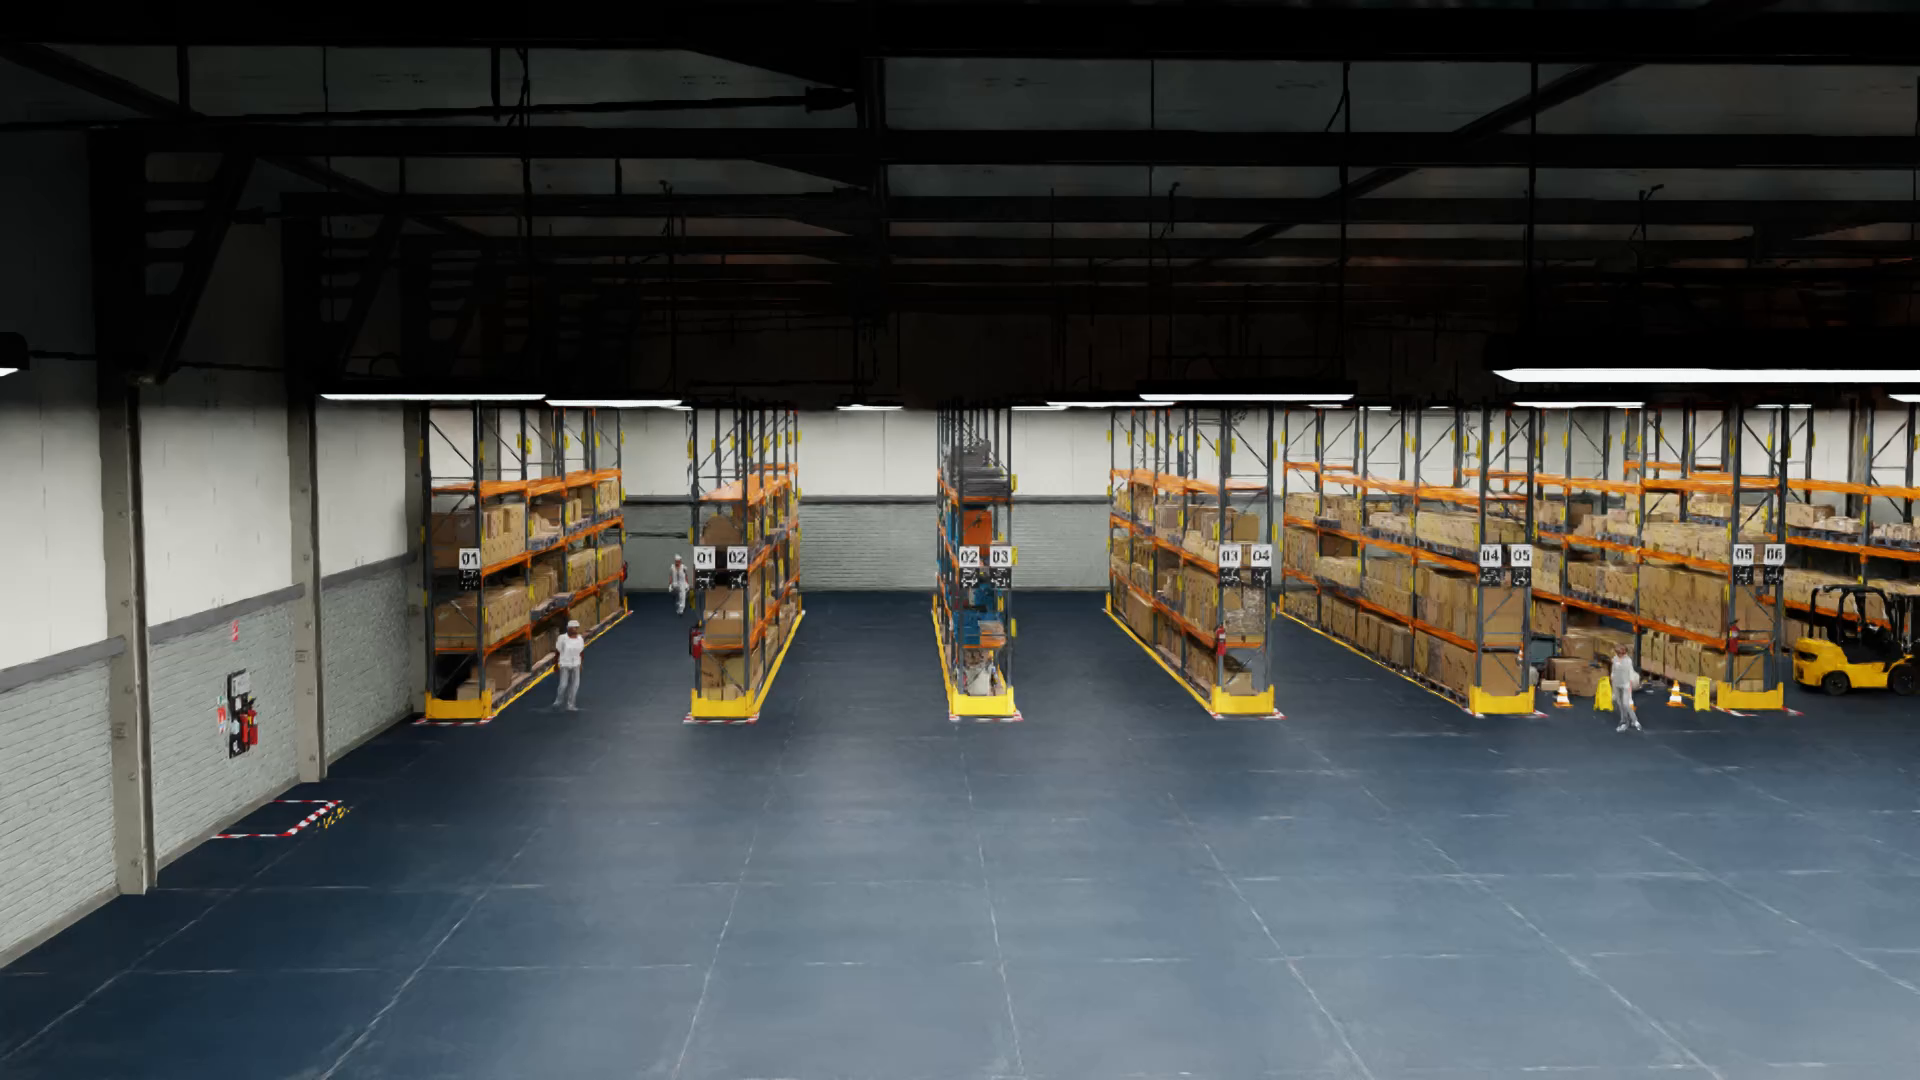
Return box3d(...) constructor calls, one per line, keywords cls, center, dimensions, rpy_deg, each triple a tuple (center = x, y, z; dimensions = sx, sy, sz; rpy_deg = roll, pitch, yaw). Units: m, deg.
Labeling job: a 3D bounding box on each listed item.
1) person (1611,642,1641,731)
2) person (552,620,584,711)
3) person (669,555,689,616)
box3d(cls="person", center=(11.899, 2.623, 29.727), dimensions=(0.413, 1.589, 0.552), rpy_deg=(-3, 5, -33))
box3d(cls="person", center=(-7.506, 2.390, 31.868), dimensions=(0.612, 1.754, 0.579), rpy_deg=(-3, 6, -37))
box3d(cls="person", center=(-7.897, 1.255, 46.622), dimensions=(0.553, 1.709, 1.123), rpy_deg=(0, 4, 0))
